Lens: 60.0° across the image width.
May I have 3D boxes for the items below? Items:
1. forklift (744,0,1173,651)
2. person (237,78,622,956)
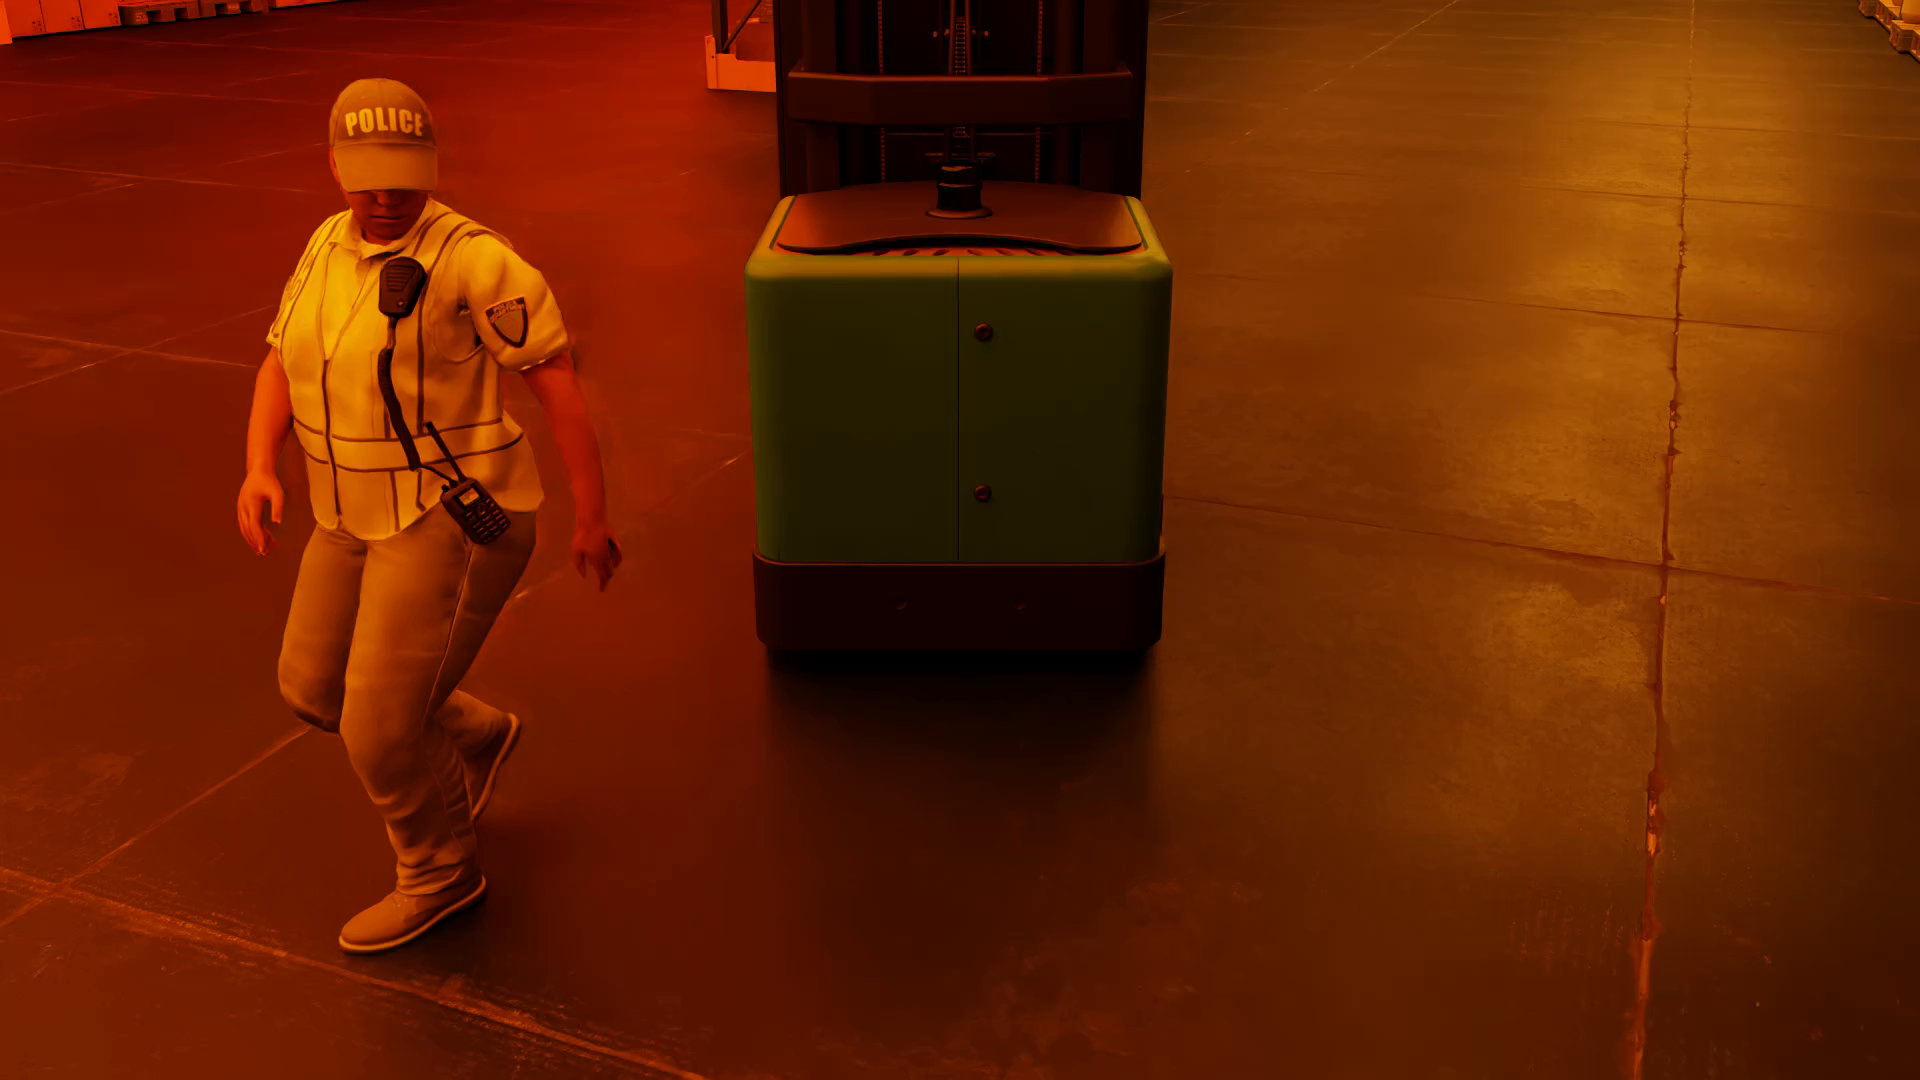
[{"bbox_3d":[0.002,-1.587,5.089,1.130,2.935,3.031,0,23,0],"label":"forklift"},{"bbox_3d":[-1.009,-0.027,3.084,0.642,1.610,0.576,18,28,36],"label":"person"}]
